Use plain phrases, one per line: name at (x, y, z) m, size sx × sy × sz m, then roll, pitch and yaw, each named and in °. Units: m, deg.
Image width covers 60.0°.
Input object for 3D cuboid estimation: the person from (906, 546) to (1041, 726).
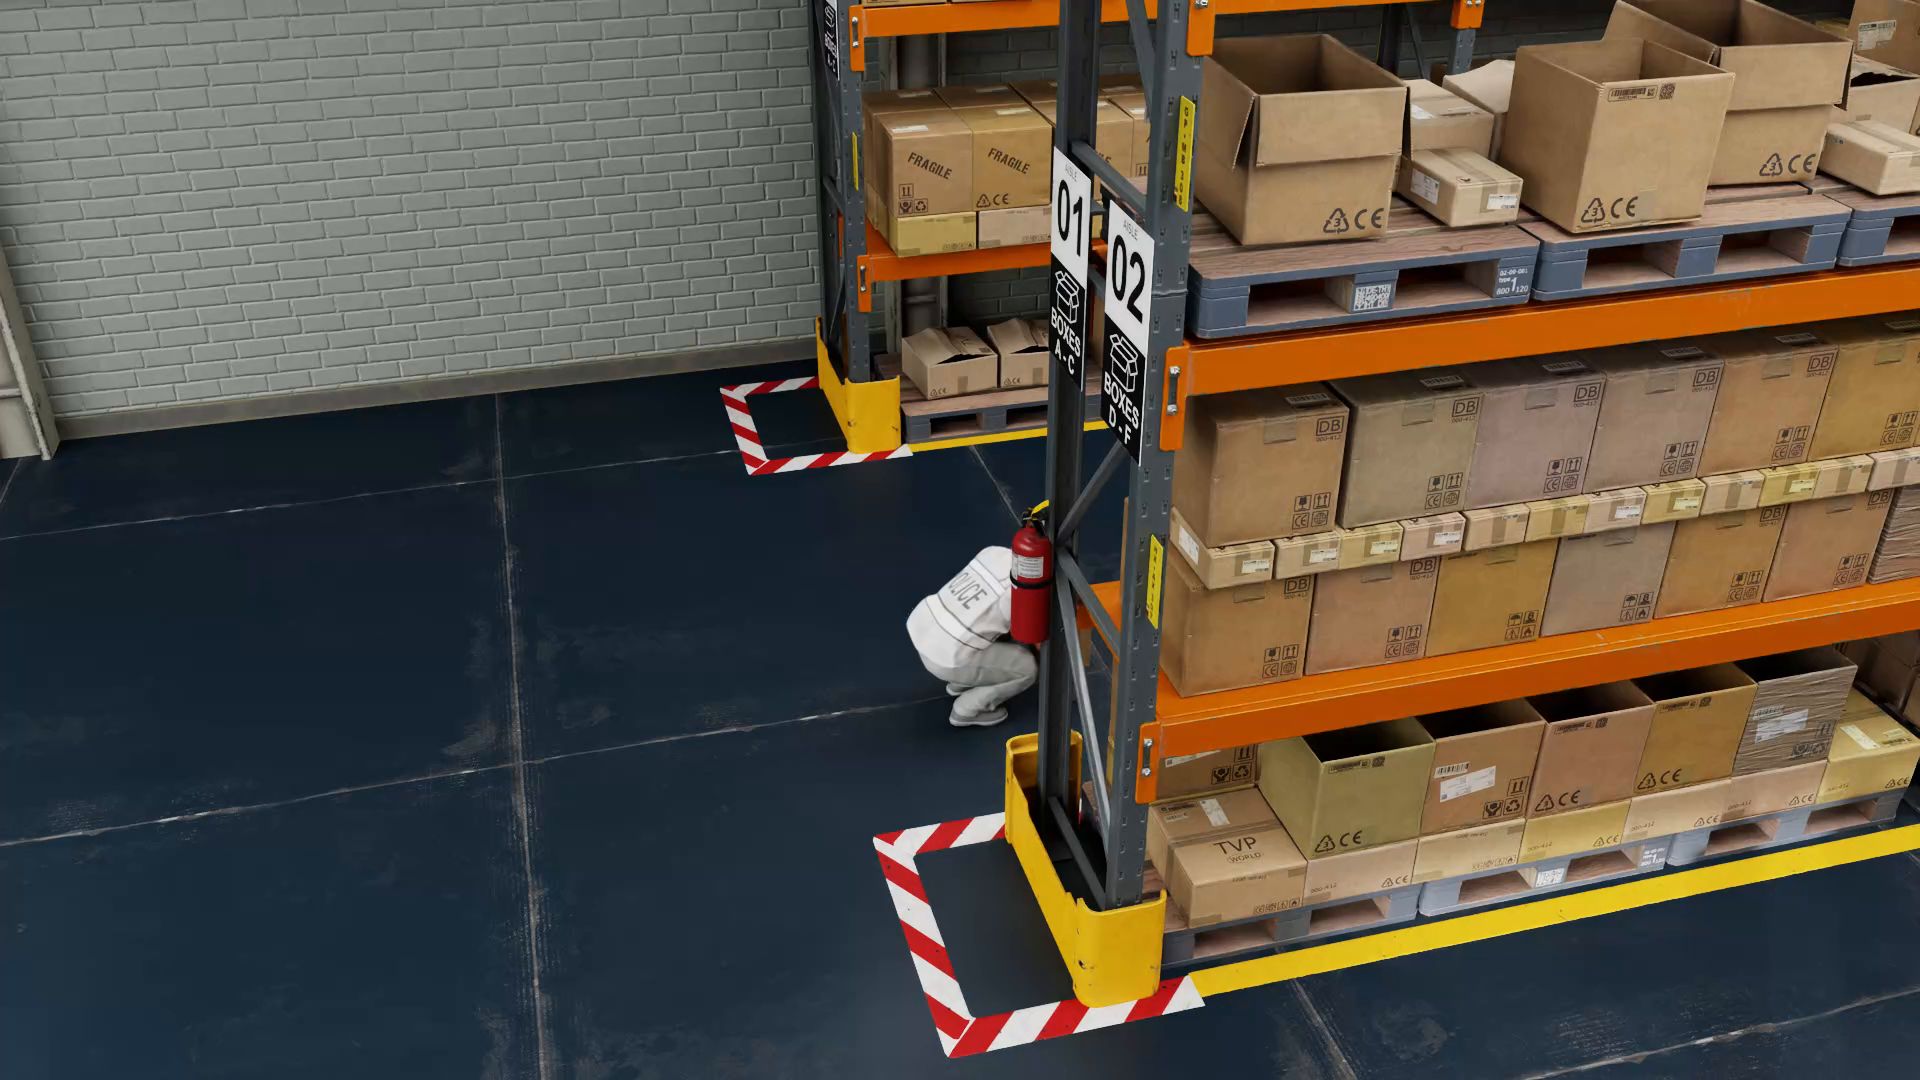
person at (0.162, 0.414, 8.264) m, size 0.852 × 0.930 × 0.515 m, roll -8°, pitch 31°, yaw -13°
